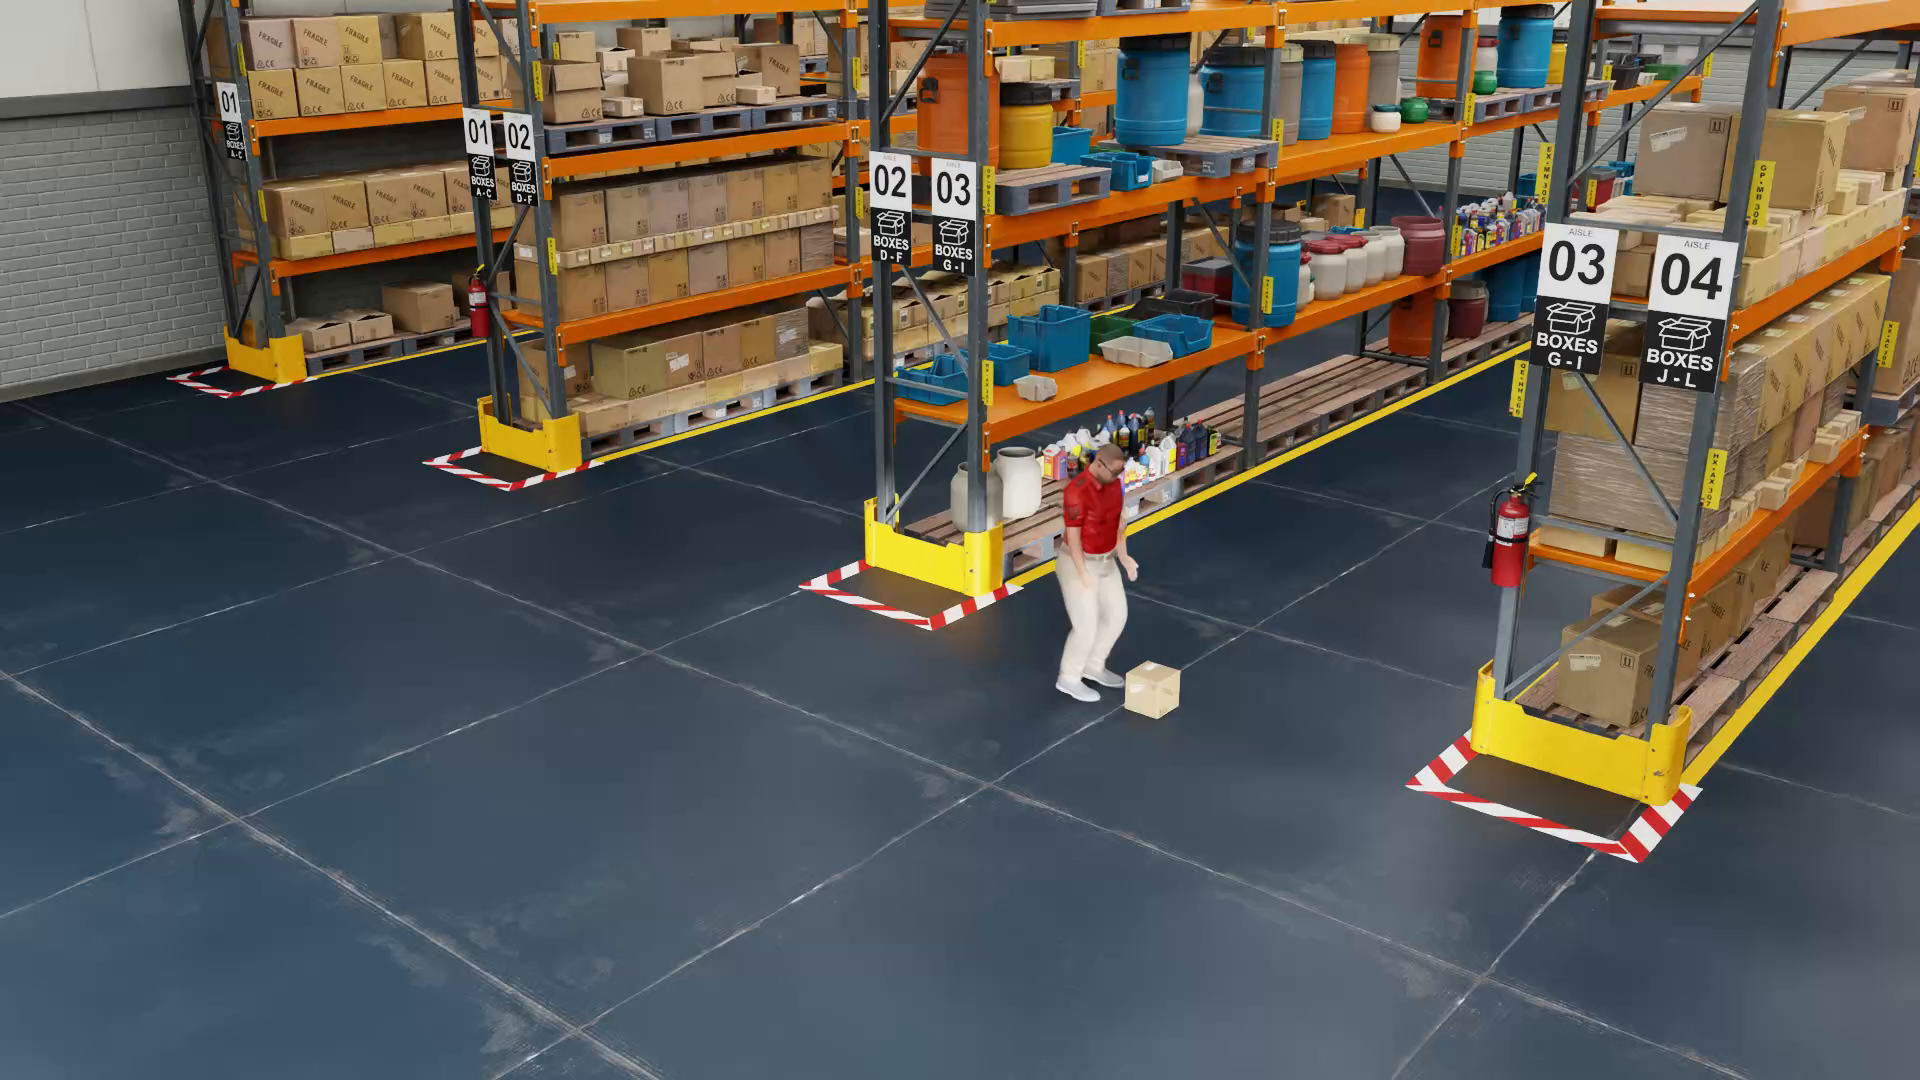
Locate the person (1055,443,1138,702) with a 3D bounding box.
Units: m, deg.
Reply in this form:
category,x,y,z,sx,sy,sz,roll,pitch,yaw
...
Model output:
category,x,y,z,sx,sy,sz,roll,pitch,yaw
person,0.883,0.179,10.689,0.364,1.687,0.553,16,26,38
